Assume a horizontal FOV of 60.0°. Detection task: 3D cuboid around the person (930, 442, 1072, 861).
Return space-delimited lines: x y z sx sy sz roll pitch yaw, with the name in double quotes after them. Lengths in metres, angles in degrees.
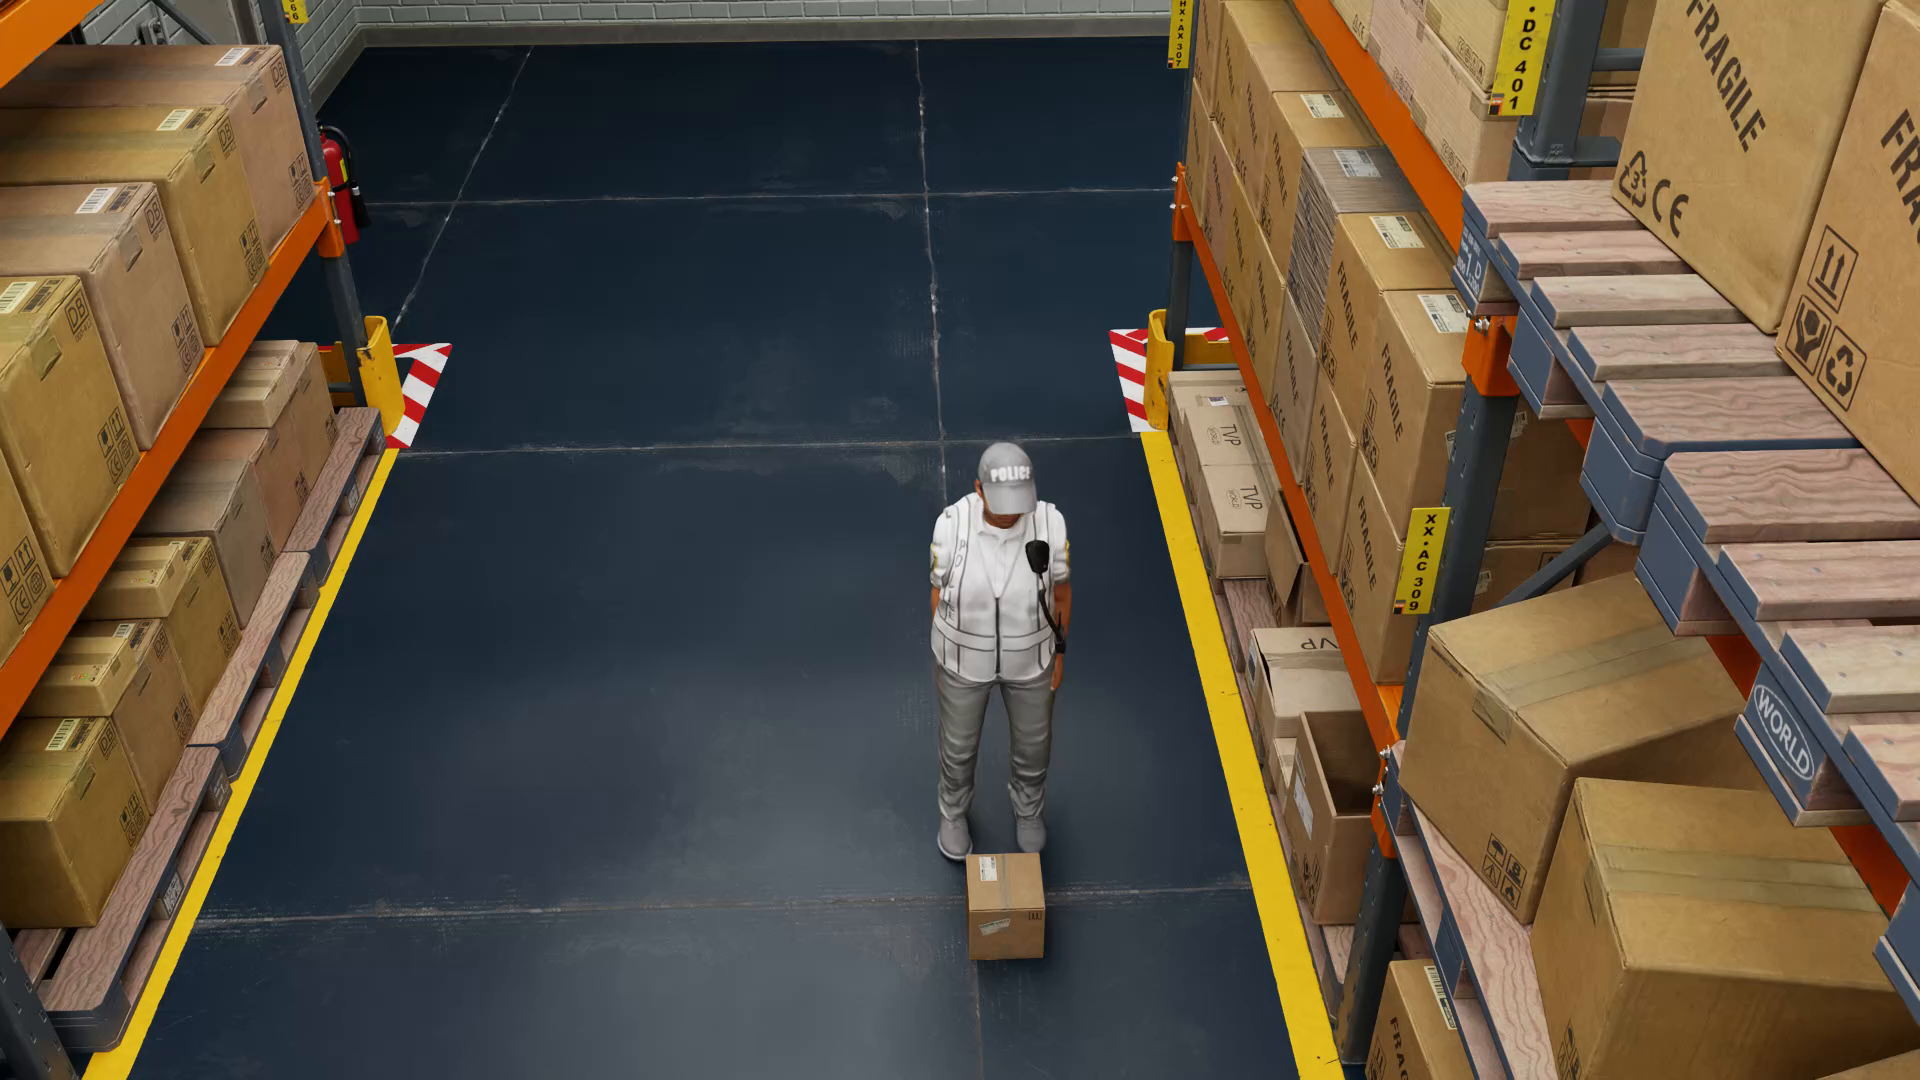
0.138 0.399 5.605 0.469 1.674 0.390 -1 35 -2 "person"
